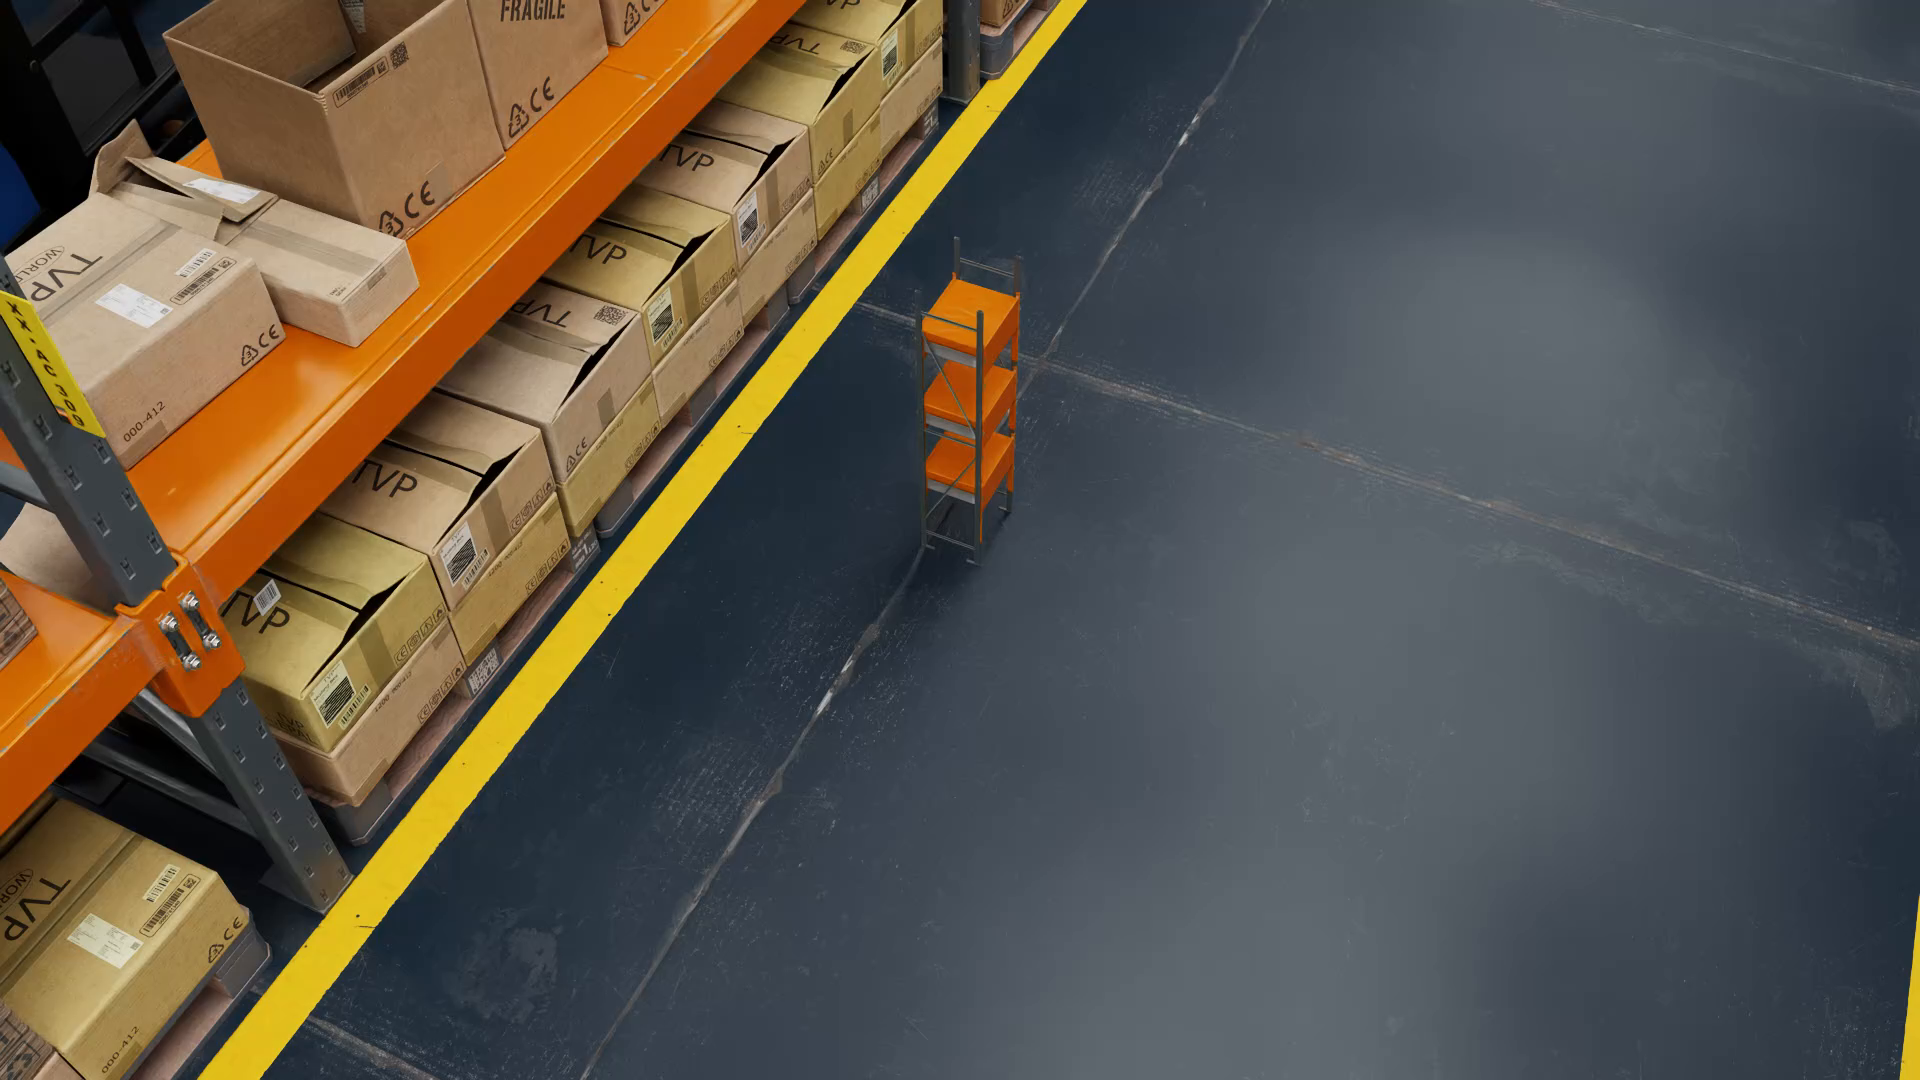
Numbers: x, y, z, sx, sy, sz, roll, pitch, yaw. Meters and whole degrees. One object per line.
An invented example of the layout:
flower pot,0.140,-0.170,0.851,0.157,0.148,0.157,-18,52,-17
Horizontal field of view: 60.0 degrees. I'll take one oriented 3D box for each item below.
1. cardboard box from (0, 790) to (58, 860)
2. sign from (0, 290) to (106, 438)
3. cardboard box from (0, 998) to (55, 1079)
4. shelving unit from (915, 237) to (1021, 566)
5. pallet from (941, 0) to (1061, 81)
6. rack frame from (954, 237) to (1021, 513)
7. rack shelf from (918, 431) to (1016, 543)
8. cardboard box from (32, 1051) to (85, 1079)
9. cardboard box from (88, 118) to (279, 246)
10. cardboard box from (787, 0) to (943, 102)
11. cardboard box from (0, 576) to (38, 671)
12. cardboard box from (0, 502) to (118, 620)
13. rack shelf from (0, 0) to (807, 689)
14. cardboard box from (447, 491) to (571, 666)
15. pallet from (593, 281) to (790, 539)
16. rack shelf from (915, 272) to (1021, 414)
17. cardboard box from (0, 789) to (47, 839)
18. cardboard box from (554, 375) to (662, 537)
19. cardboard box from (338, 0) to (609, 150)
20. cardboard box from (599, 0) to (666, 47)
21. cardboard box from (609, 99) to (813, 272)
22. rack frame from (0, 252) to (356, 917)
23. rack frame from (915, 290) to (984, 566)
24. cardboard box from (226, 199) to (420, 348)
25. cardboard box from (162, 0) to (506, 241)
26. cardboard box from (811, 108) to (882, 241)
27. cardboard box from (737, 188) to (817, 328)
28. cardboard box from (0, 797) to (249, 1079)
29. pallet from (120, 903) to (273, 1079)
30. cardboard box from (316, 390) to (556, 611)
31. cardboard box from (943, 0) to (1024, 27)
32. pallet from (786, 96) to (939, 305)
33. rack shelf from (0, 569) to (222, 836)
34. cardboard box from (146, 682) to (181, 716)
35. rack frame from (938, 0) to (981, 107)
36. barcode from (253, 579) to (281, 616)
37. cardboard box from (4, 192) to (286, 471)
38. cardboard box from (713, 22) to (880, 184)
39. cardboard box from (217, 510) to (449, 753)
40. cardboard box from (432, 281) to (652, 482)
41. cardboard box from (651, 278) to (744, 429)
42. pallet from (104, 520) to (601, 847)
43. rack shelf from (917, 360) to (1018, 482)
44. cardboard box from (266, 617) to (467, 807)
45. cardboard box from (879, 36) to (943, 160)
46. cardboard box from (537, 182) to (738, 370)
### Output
cardboard box,-2.577,0.794,4.134,0.500,0.250,0.500,20,52,16
sign,-1.602,-0.308,2.922,0.100,0.325,0.005,20,52,16
cardboard box,-2.330,1.062,3.414,0.500,0.500,0.500,20,52,16
shelving unit,0.023,-0.377,4.882,0.215,1.050,0.252,20,52,16
pallet,-0.043,-2.534,7.267,1.003,0.211,1.213,20,52,16
rack frame,0.075,-0.461,4.953,0.200,1.050,0.008,20,52,16
rack shelf,0.023,-0.190,5.101,0.215,0.259,0.240,20,52,16
cardboard box,-2.328,1.305,3.700,0.500,0.250,0.500,20,52,16
cardboard box,-1.895,-0.803,4.052,0.396,0.266,0.258,19,52,15
cardboard box,-0.397,-1.922,6.077,0.500,0.311,0.500,21,53,17
cardboard box,-2.289,0.094,3.135,0.700,0.500,0.500,19,52,15
cardboard box,-2.191,0.020,4.425,0.500,0.311,0.500,20,52,16
rack shelf,-1.250,-1.325,4.881,1.077,0.370,4.000,20,52,16
cardboard box,-1.489,0.025,4.789,0.500,0.250,0.500,21,53,17
pallet,-1.305,-0.641,5.657,1.003,0.211,1.213,20,52,16
rack shelf,0.023,-0.554,4.673,0.215,0.259,0.240,20,52,16
cardboard box,-2.586,0.548,3.851,0.500,0.500,0.500,20,52,16
cardboard box,-1.270,-0.333,5.093,0.500,0.250,0.500,18,52,15
cardboard box,-1.323,-1.445,4.444,0.500,0.500,0.500,20,52,16
cardboard box,-1.098,-1.807,4.753,0.500,0.500,0.500,17,52,14
cardboard box,-0.831,-1.215,5.476,0.500,0.311,0.500,19,52,16
rack frame,-2.105,-0.181,3.435,1.000,3.000,0.127,20,52,16
rack frame,-0.029,-0.293,4.810,0.200,1.050,0.008,20,52,16
cardboard box,-1.541,-0.644,3.993,0.380,0.149,0.250,20,52,16
cardboard box,-1.537,-1.100,4.151,0.500,0.500,0.500,23,53,19
cardboard box,-0.617,-1.383,5.987,0.500,0.250,0.500,19,52,16
cardboard box,-0.835,-1.038,5.693,0.500,0.250,0.500,21,53,17
cardboard box,-2.105,0.964,3.990,0.500,0.250,0.500,20,52,16
pallet,-2.483,1.256,4.042,1.003,0.211,1.213,20,52,16
cardboard box,-1.484,-0.155,4.573,0.500,0.311,0.500,19,52,16
cardboard box,0.057,-2.489,6.750,0.500,0.500,0.500,22,53,18
pallet,-0.783,-1.478,6.369,1.003,0.211,1.213,20,52,16
rack shelf,-2.959,1.429,2.537,1.077,0.370,4.000,20,52,16
cardboard box,-2.190,0.194,4.645,0.500,0.250,0.500,19,52,16
rack frame,-0.396,-2.936,5.778,1.000,3.000,0.127,20,52,16
barcode,-1.619,0.135,3.888,0.001,0.075,0.075,20,52,16
cardboard box,-1.934,-0.486,3.792,0.500,0.250,0.500,23,53,18
cardboard box,-0.613,-1.562,5.771,0.500,0.311,0.500,19,52,16
cardboard box,-1.703,0.188,4.282,0.500,0.311,0.500,20,52,16
cardboard box,-1.264,-0.511,4.877,0.500,0.311,0.500,18,52,15
cardboard box,-1.052,-0.683,5.391,0.500,0.250,0.500,21,53,17
pallet,-1.825,0.202,4.939,1.003,0.211,1.213,20,52,16
rack shelf,0.023,-0.370,4.890,0.215,0.259,0.240,20,52,16
cardboard box,-1.709,0.377,4.490,0.500,0.250,0.500,19,52,15
cardboard box,-0.400,-1.739,6.290,0.500,0.250,0.500,21,53,17
cardboard box,-1.047,-0.871,5.183,0.500,0.311,0.500,21,53,17
